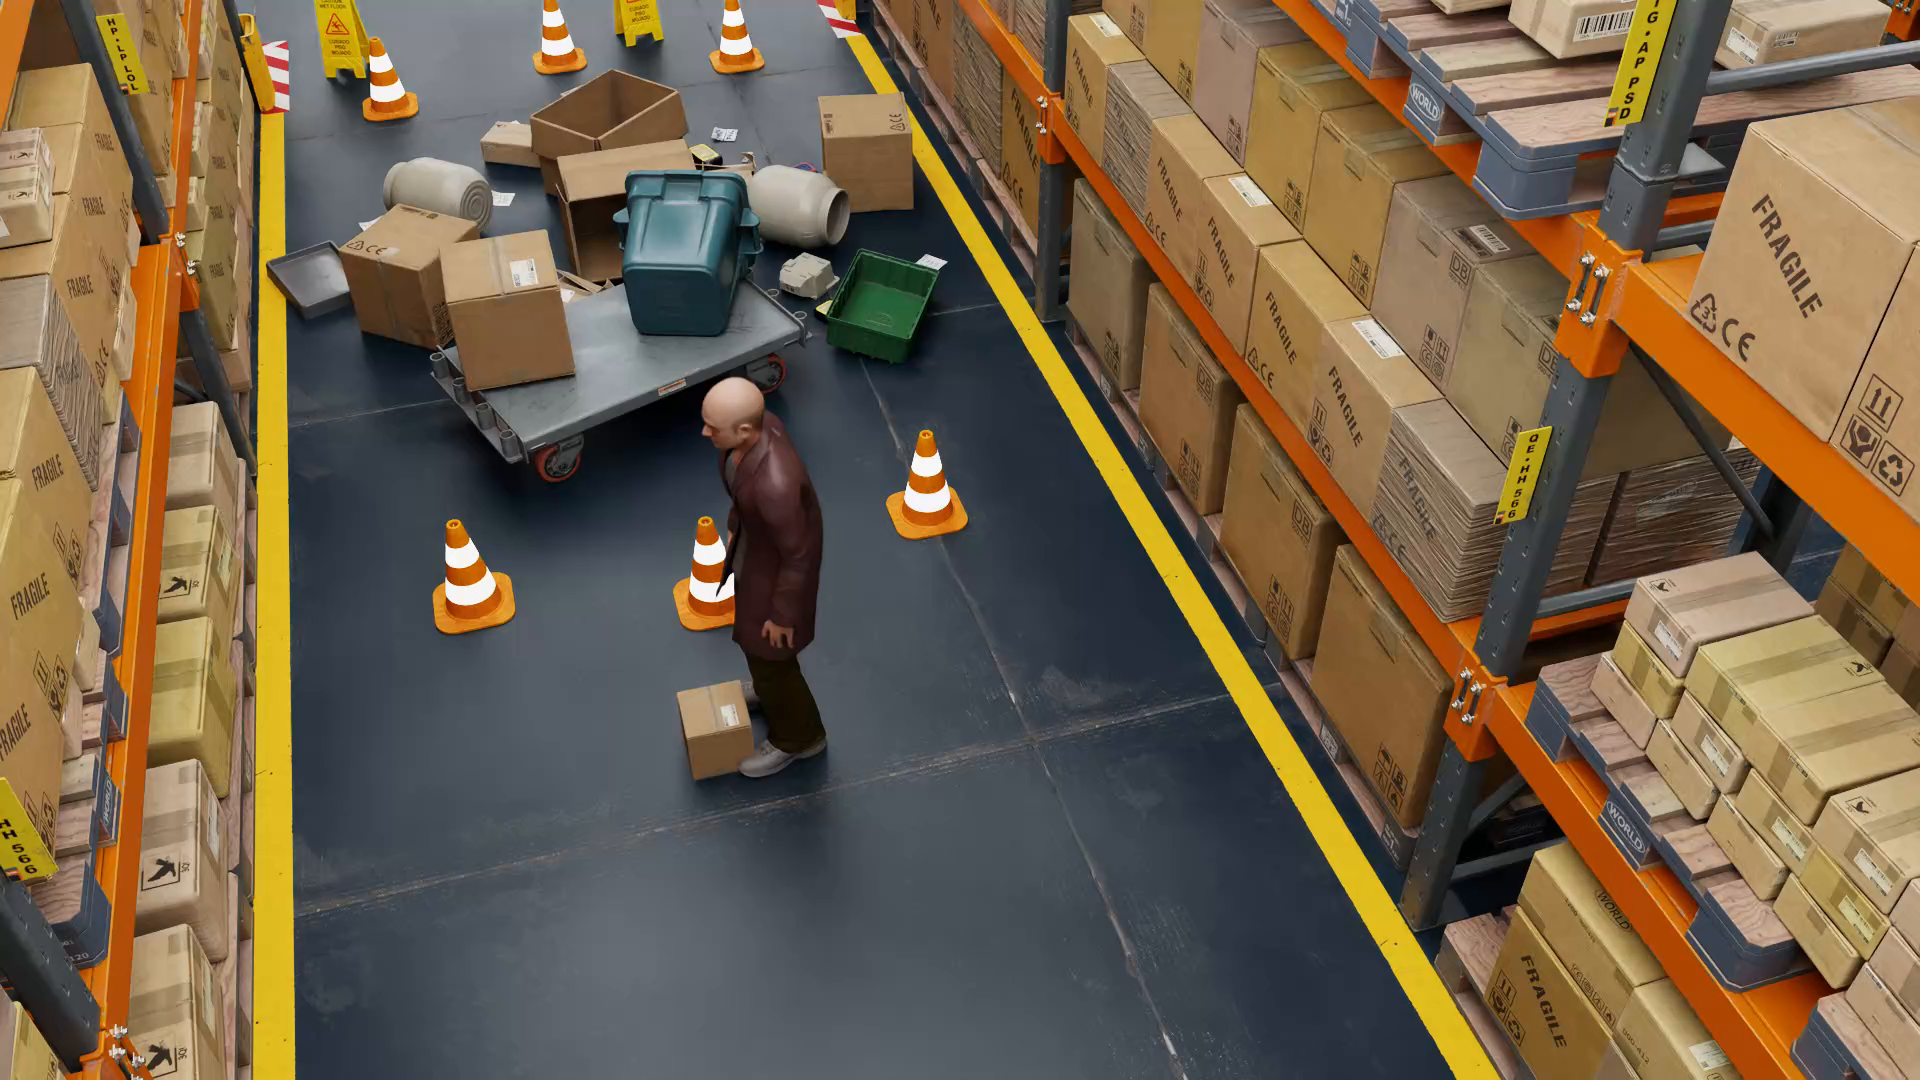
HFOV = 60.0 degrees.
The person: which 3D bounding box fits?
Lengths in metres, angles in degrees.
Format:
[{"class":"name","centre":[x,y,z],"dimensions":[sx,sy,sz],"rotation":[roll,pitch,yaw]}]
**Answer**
[{"class":"person","centre":[-0.710,0.121,6.036],"dimensions":[0.429,1.772,0.644],"rotation":[-14,44,-15]}]
